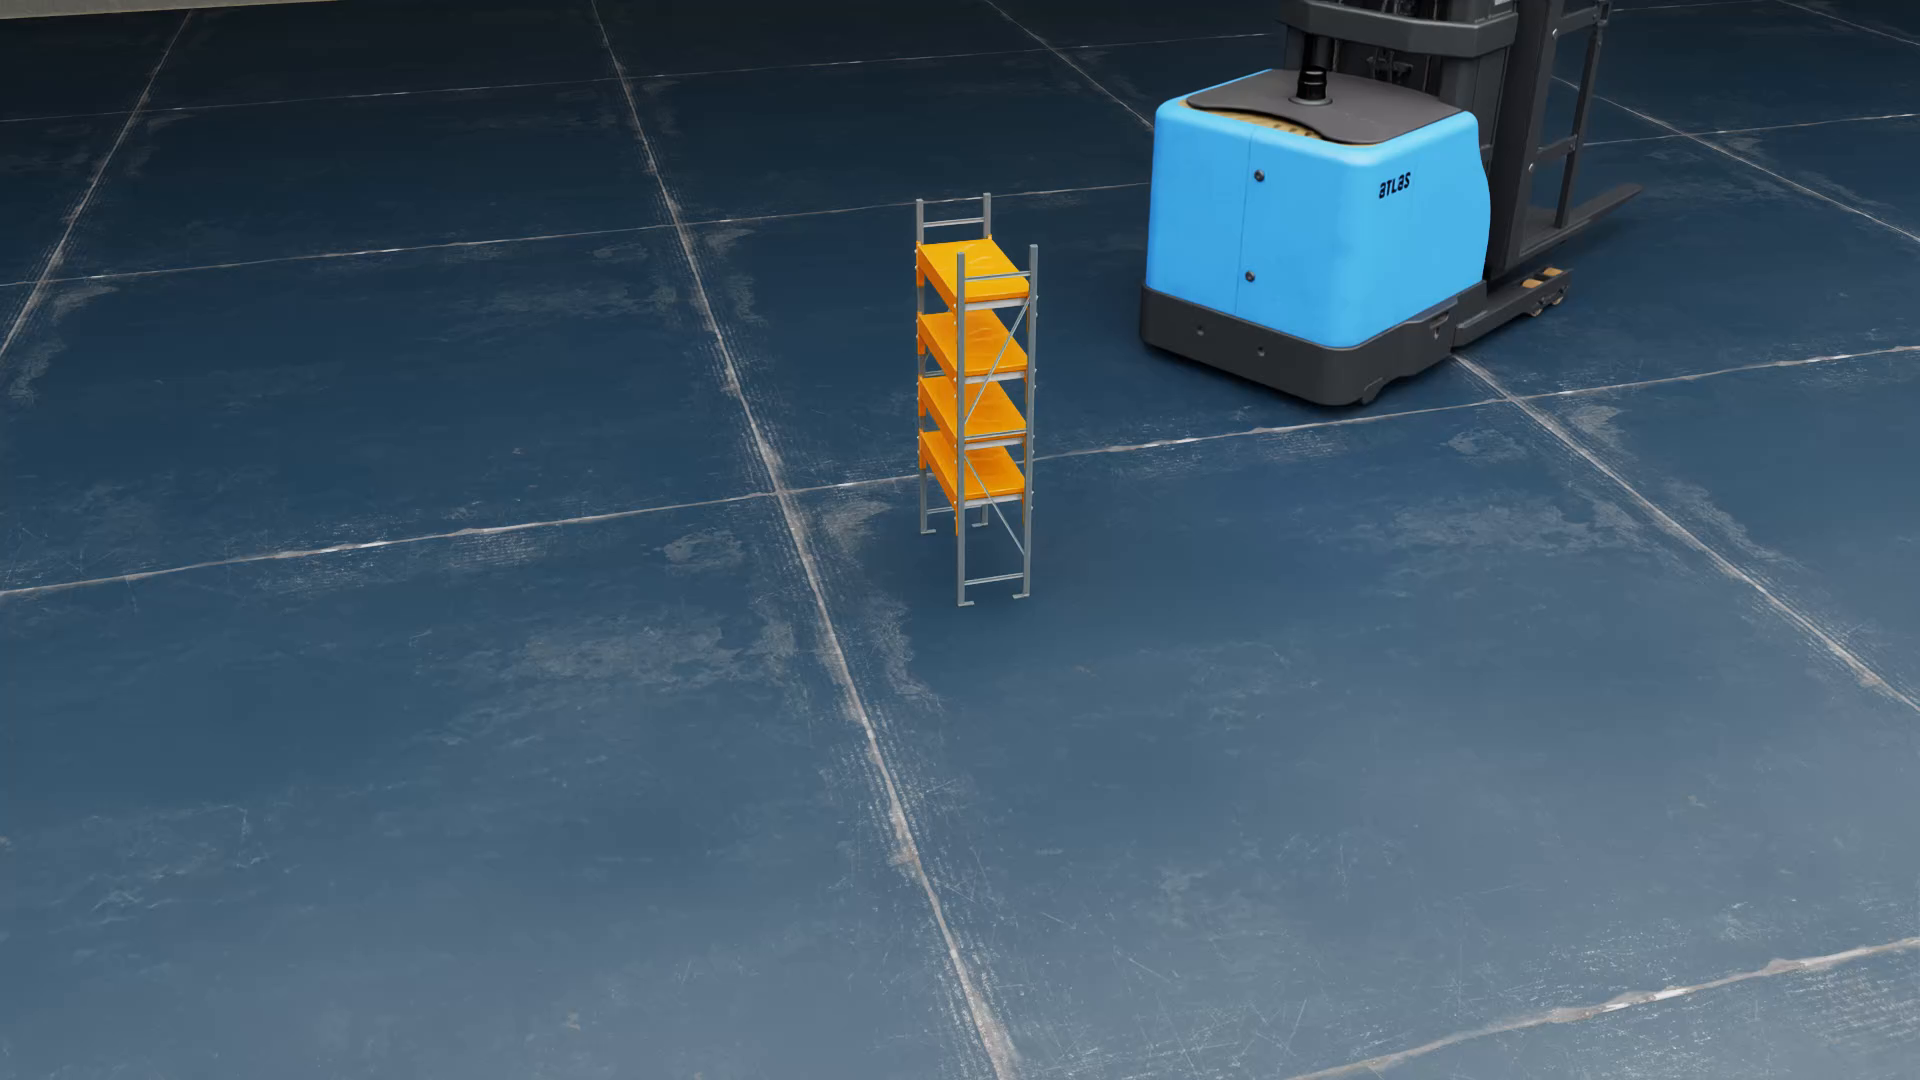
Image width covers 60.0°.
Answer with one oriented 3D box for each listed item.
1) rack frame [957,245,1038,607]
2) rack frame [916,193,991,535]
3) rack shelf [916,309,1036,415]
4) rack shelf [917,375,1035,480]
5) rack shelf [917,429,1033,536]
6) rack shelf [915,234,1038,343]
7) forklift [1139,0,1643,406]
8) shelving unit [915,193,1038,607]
[{"bbox_3d":[0.109,-0.321,5.108,0.240,1.200,0.015,-8,31,-13],"label":"rack frame"},{"bbox_3d":[-0.021,-0.557,5.515,0.240,1.200,0.015,-8,31,-13],"label":"rack frame"},{"bbox_3d":[0.044,-0.575,5.233,0.258,0.148,0.480,-8,31,-13],"label":"rack shelf"},{"bbox_3d":[0.044,-0.381,5.345,0.258,0.148,0.480,-8,31,-13],"label":"rack shelf"},{"bbox_3d":[0.044,-0.209,5.444,0.258,0.148,0.480,-8,31,-13],"label":"rack shelf"},{"bbox_3d":[0.044,-0.779,5.114,0.258,0.148,0.480,-8,31,-13],"label":"rack shelf"},{"bbox_3d":[2.153,-2.435,7.032,1.130,2.935,3.031,26,39,37],"label":"forklift"},{"bbox_3d":[0.044,-0.439,5.311,0.258,1.200,0.503,-8,31,-13],"label":"shelving unit"}]
